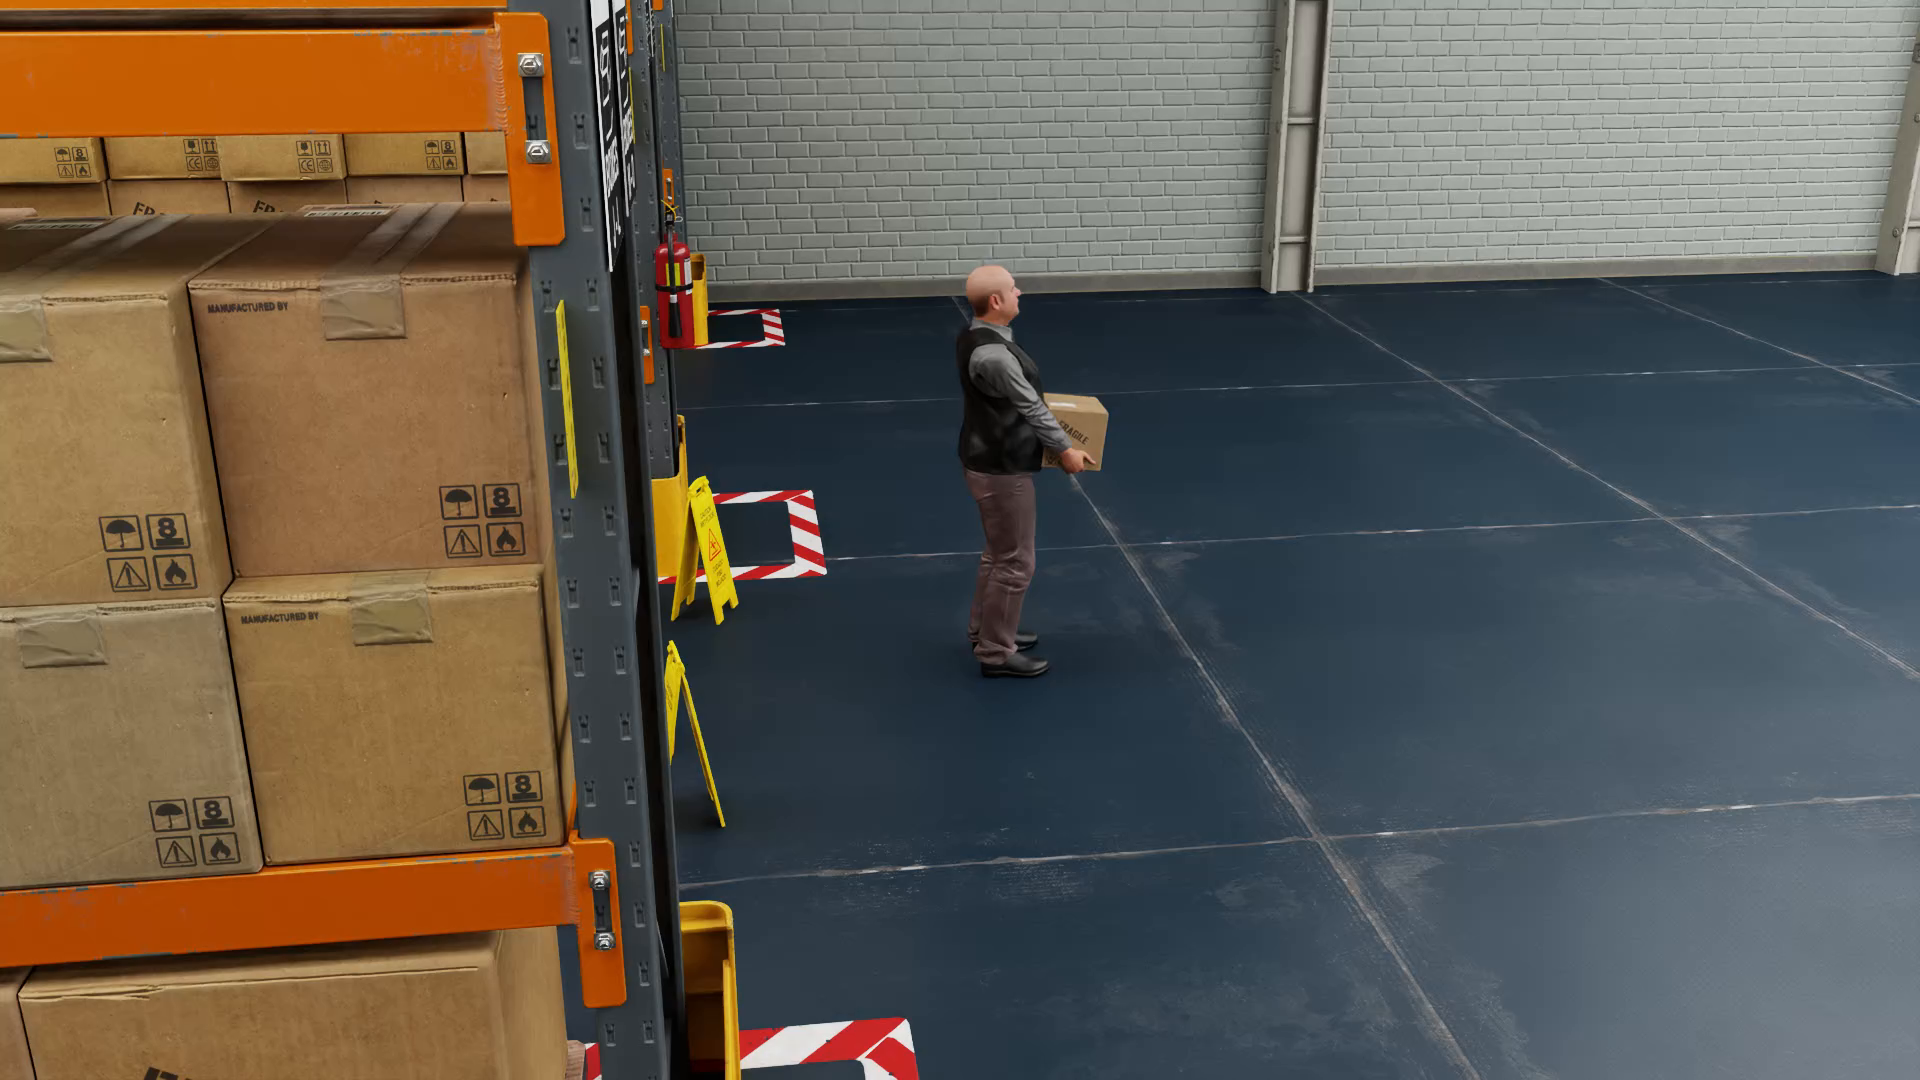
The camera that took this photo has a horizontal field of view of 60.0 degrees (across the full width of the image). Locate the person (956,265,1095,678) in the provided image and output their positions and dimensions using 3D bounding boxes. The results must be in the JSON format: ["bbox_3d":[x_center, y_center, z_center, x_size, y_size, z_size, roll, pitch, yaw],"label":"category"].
[{"bbox_3d":[0.264,-0.295,6.938,0.549,1.712,0.494,-2,20,-7],"label":"person"}]
